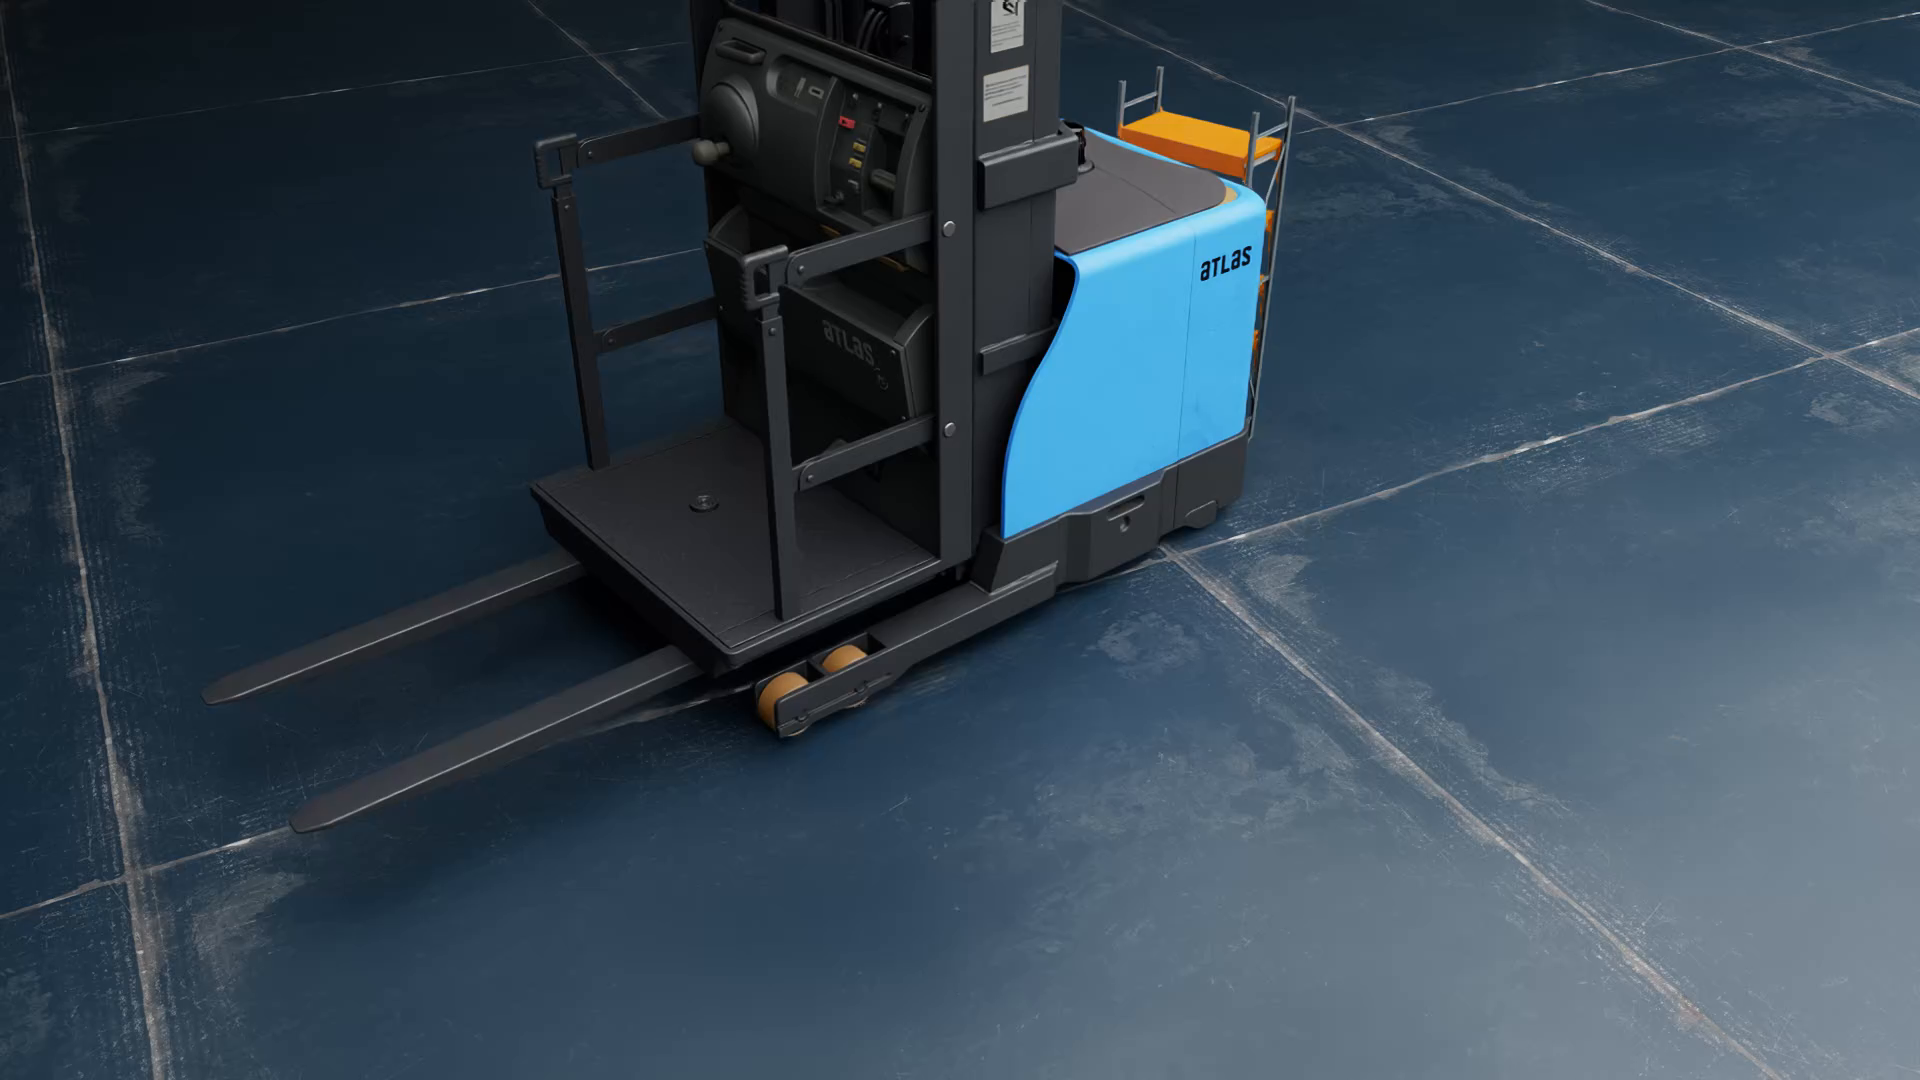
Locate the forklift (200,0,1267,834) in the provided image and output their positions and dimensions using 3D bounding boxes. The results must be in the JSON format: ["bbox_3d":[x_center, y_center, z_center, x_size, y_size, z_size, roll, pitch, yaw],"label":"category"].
[{"bbox_3d":[-0.550,-1.033,4.146,3.031,2.935,1.130,-24,40,-32],"label":"forklift"}]

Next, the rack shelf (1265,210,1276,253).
[{"bbox_3d":[0.767,-1.041,5.465,0.480,0.148,0.258,24,38,32],"label":"rack shelf"}]

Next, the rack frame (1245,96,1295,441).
[{"bbox_3d":[0.953,-0.824,5.417,0.015,1.200,0.240,24,38,32],"label":"rack frame"}]

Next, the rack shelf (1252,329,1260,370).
[{"bbox_3d":[0.758,-0.680,5.685,0.480,0.148,0.258,24,38,32],"label":"rack shelf"}]

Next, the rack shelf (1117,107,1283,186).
[{"bbox_3d":[0.771,-1.243,5.342,0.480,0.148,0.258,24,38,32],"label":"rack shelf"}]

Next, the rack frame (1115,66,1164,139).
[{"bbox_3d":[0.574,-0.991,5.676,0.015,1.200,0.240,24,38,32],"label":"rack frame"}]

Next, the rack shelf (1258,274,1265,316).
[{"bbox_3d":[0.762,-0.850,5.581,0.480,0.148,0.258,24,38,32],"label":"rack shelf"}]

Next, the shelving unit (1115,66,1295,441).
[{"bbox_3d":[0.764,-0.907,5.547,0.503,1.200,0.258,24,38,32],"label":"shelving unit"}]
